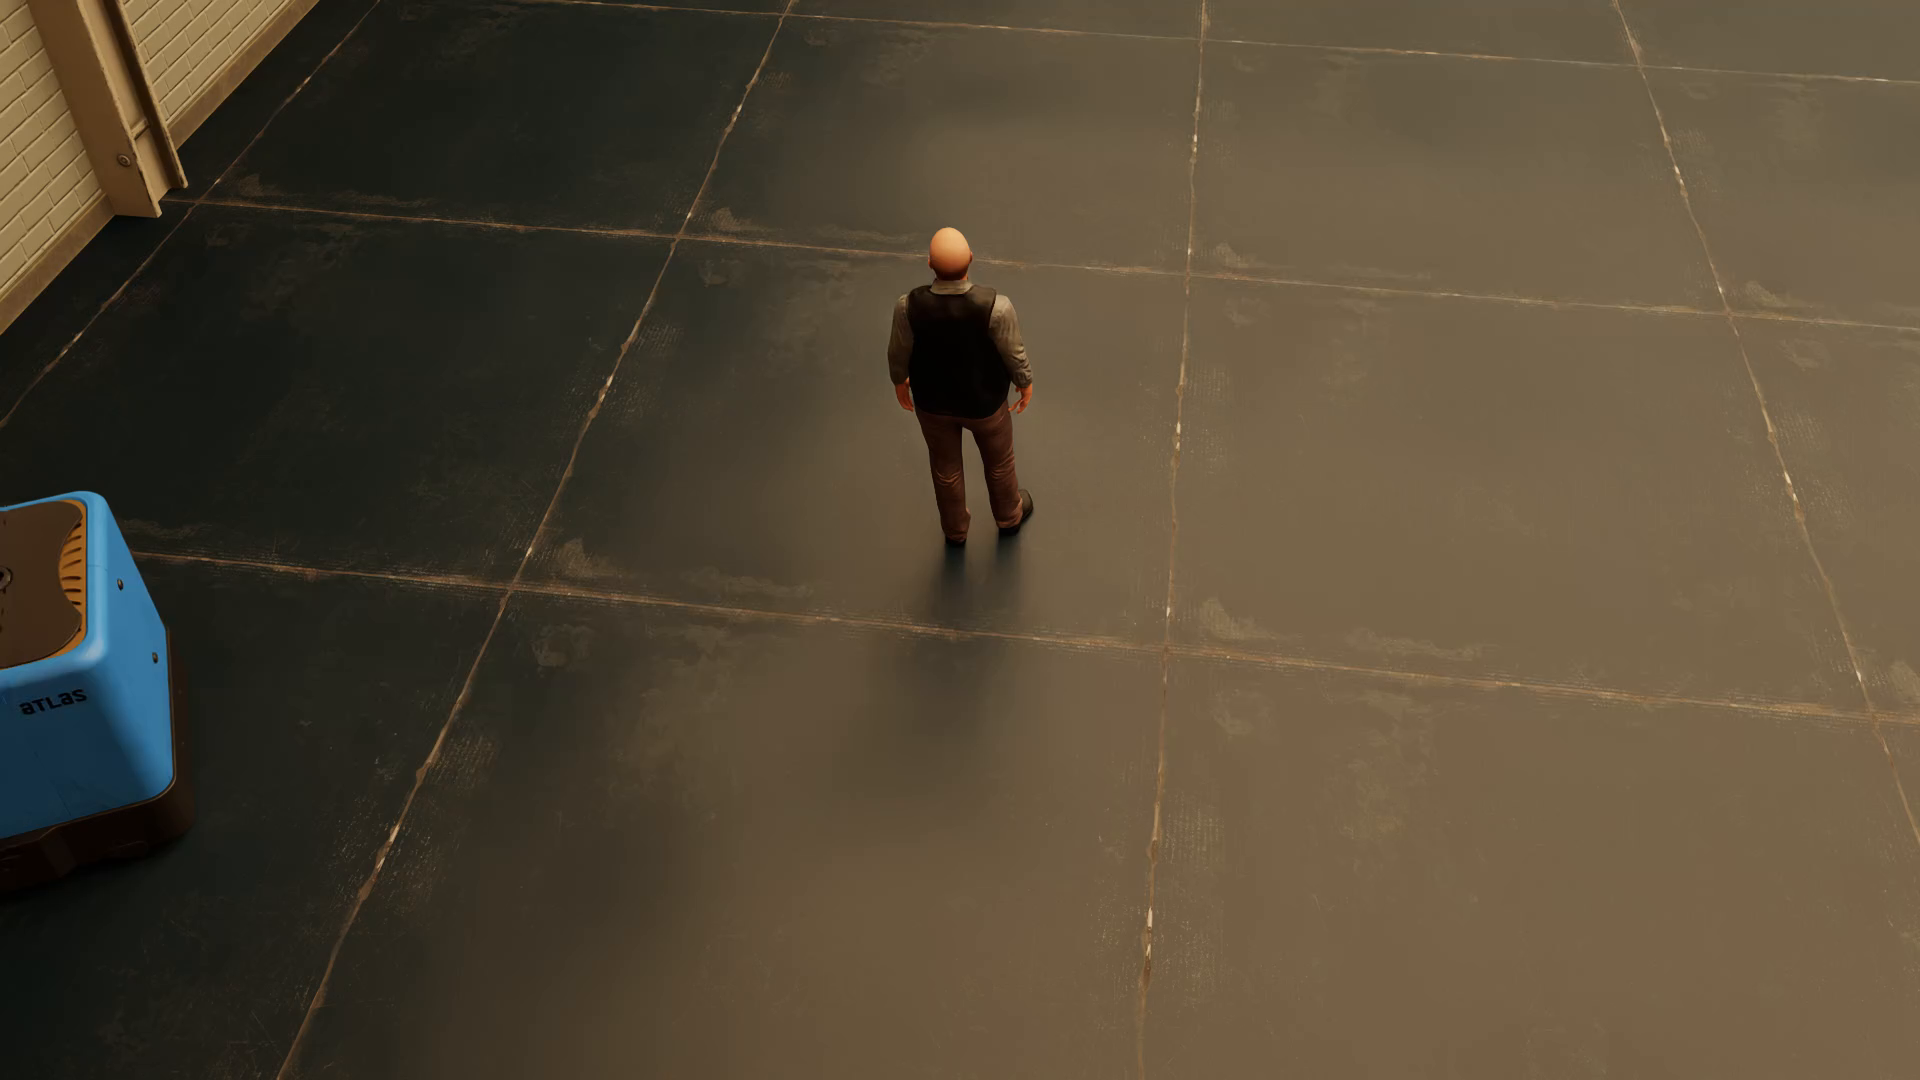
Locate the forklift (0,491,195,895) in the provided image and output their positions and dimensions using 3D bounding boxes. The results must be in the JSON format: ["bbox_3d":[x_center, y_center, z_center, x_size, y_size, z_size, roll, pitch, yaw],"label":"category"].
[{"bbox_3d":[-4.601,0.163,5.547,3.031,2.935,1.130,-15,45,-15],"label":"forklift"}]

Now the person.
[{"bbox_3d":[0.015,-0.681,7.349,0.633,1.722,0.566,5,43,6],"label":"person"}]
